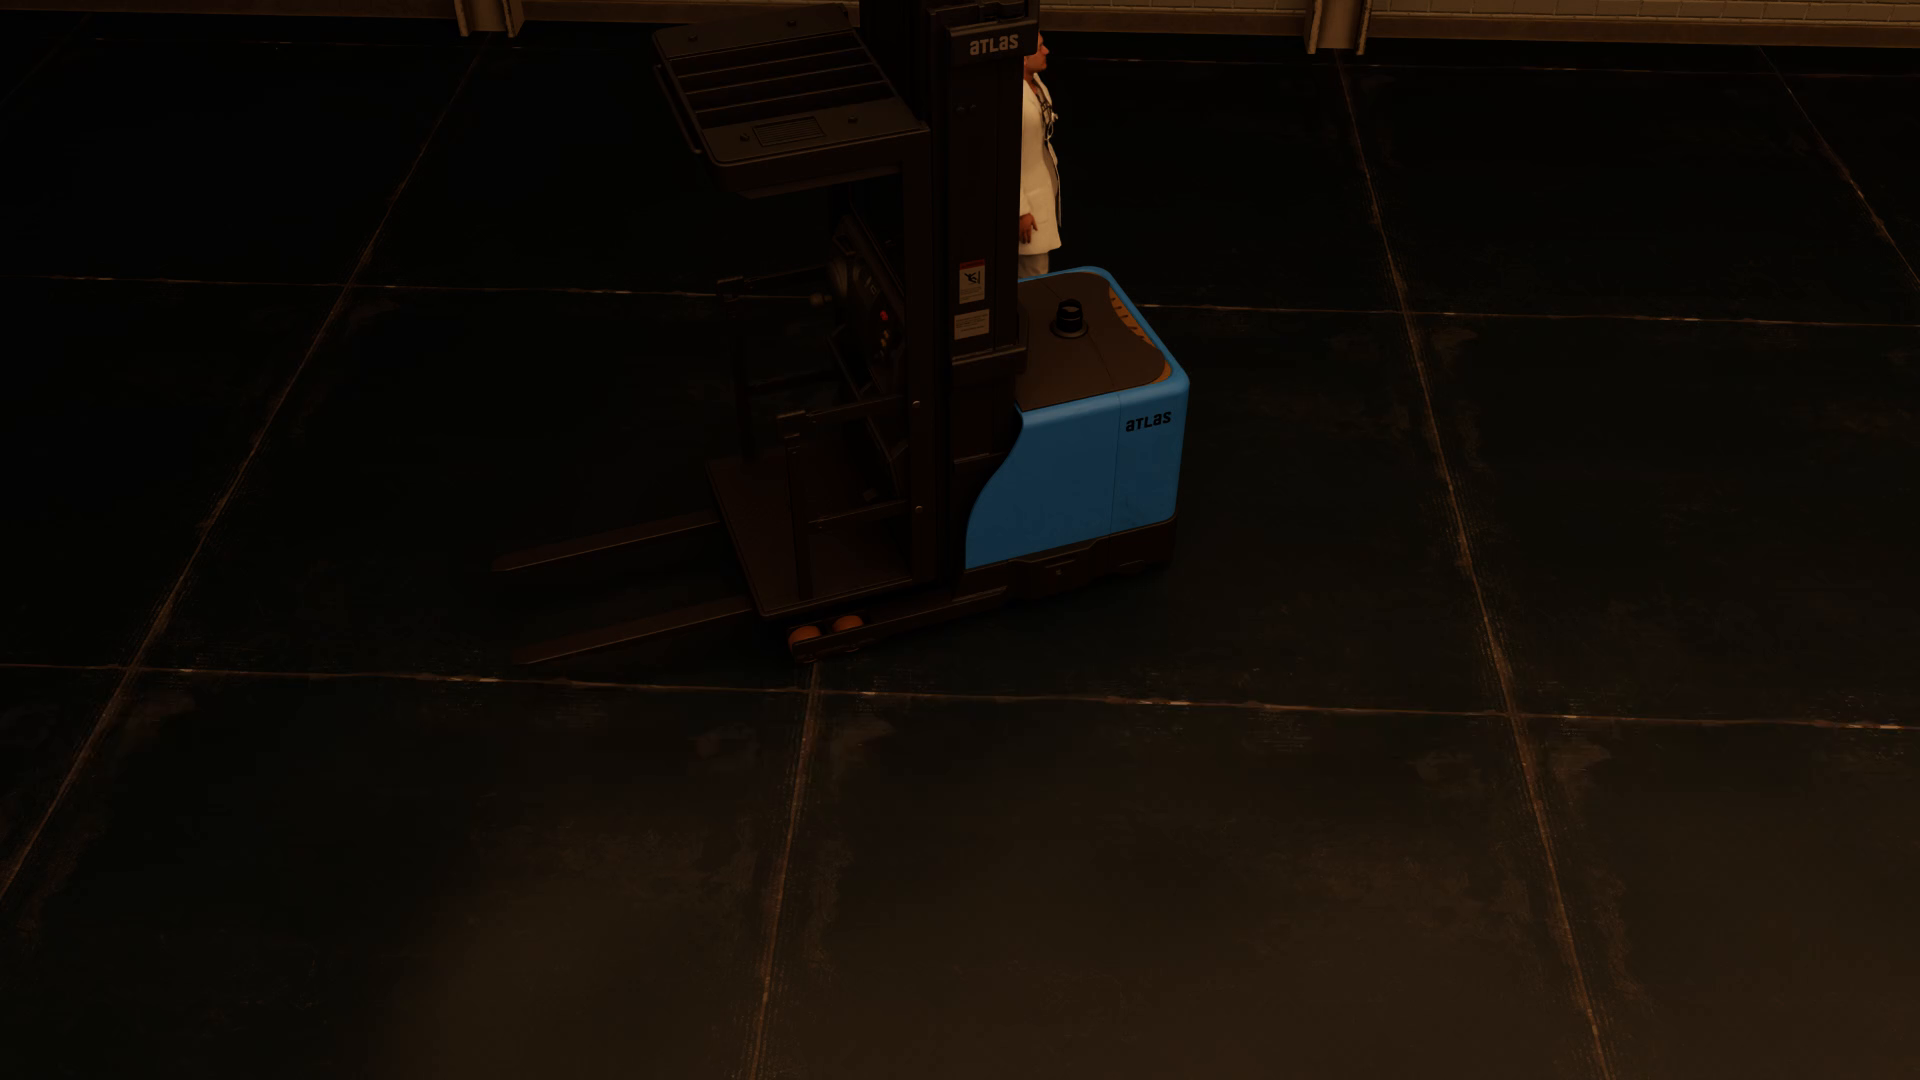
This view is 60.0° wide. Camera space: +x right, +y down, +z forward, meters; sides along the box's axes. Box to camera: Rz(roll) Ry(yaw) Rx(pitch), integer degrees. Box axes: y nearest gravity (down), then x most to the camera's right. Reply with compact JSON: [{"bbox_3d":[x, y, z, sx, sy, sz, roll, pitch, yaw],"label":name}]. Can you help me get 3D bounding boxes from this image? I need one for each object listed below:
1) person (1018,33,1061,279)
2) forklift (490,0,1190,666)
[{"bbox_3d":[0.438,-1.758,8.513,0.580,1.776,0.695,10,43,11],"label":"person"},{"bbox_3d":[-0.573,-0.945,6.778,3.031,2.935,1.130,-13,44,-14],"label":"forklift"}]
